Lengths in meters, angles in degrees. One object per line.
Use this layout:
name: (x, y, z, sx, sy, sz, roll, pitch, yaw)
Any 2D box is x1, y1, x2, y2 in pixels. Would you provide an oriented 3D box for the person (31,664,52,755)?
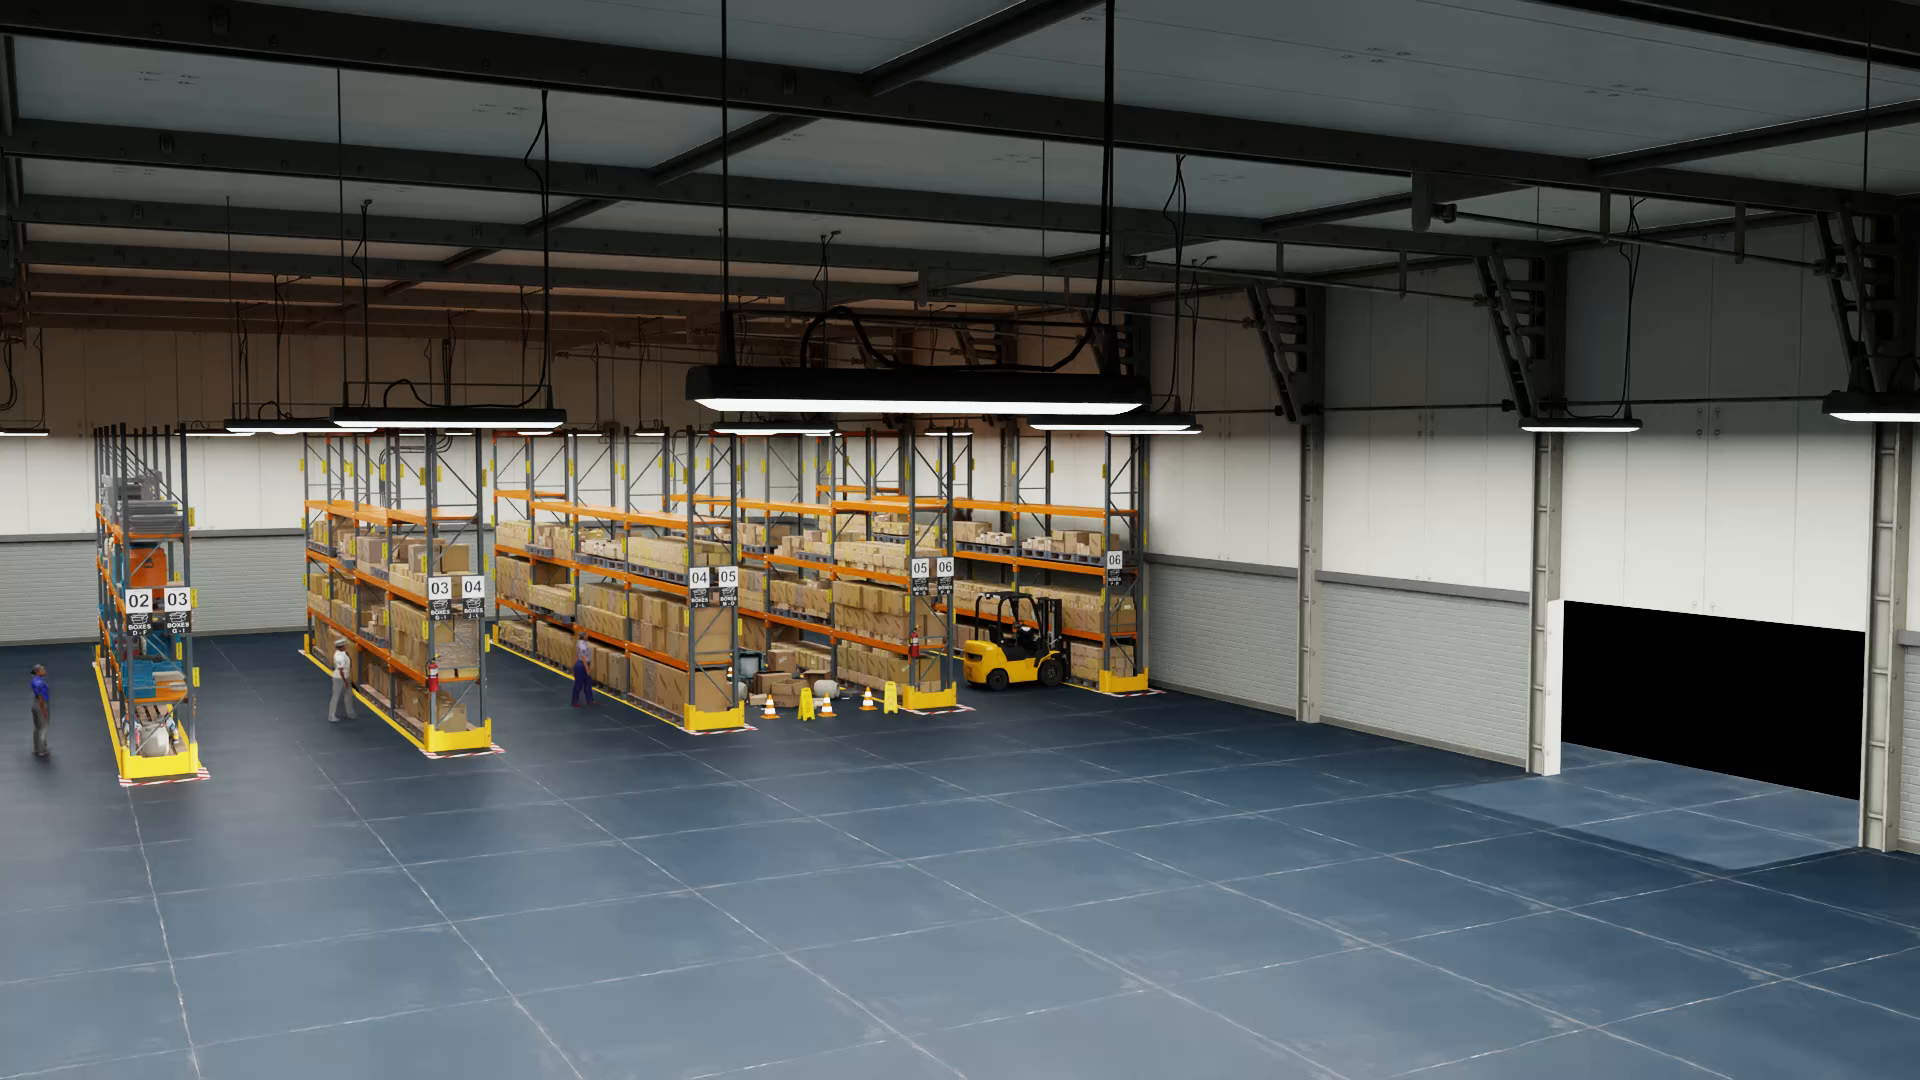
person: (-16.663, 3.072, 30.221, 0.519, 1.642, 0.403, 3, 4, 39)

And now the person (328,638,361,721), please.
person: (-12.569, 2.848, 33.878, 0.520, 1.713, 0.621, 0, 3, 1)

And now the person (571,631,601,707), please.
person: (-8.044, 2.751, 35.654, 0.596, 1.634, 0.526, 0, 3, -1)
